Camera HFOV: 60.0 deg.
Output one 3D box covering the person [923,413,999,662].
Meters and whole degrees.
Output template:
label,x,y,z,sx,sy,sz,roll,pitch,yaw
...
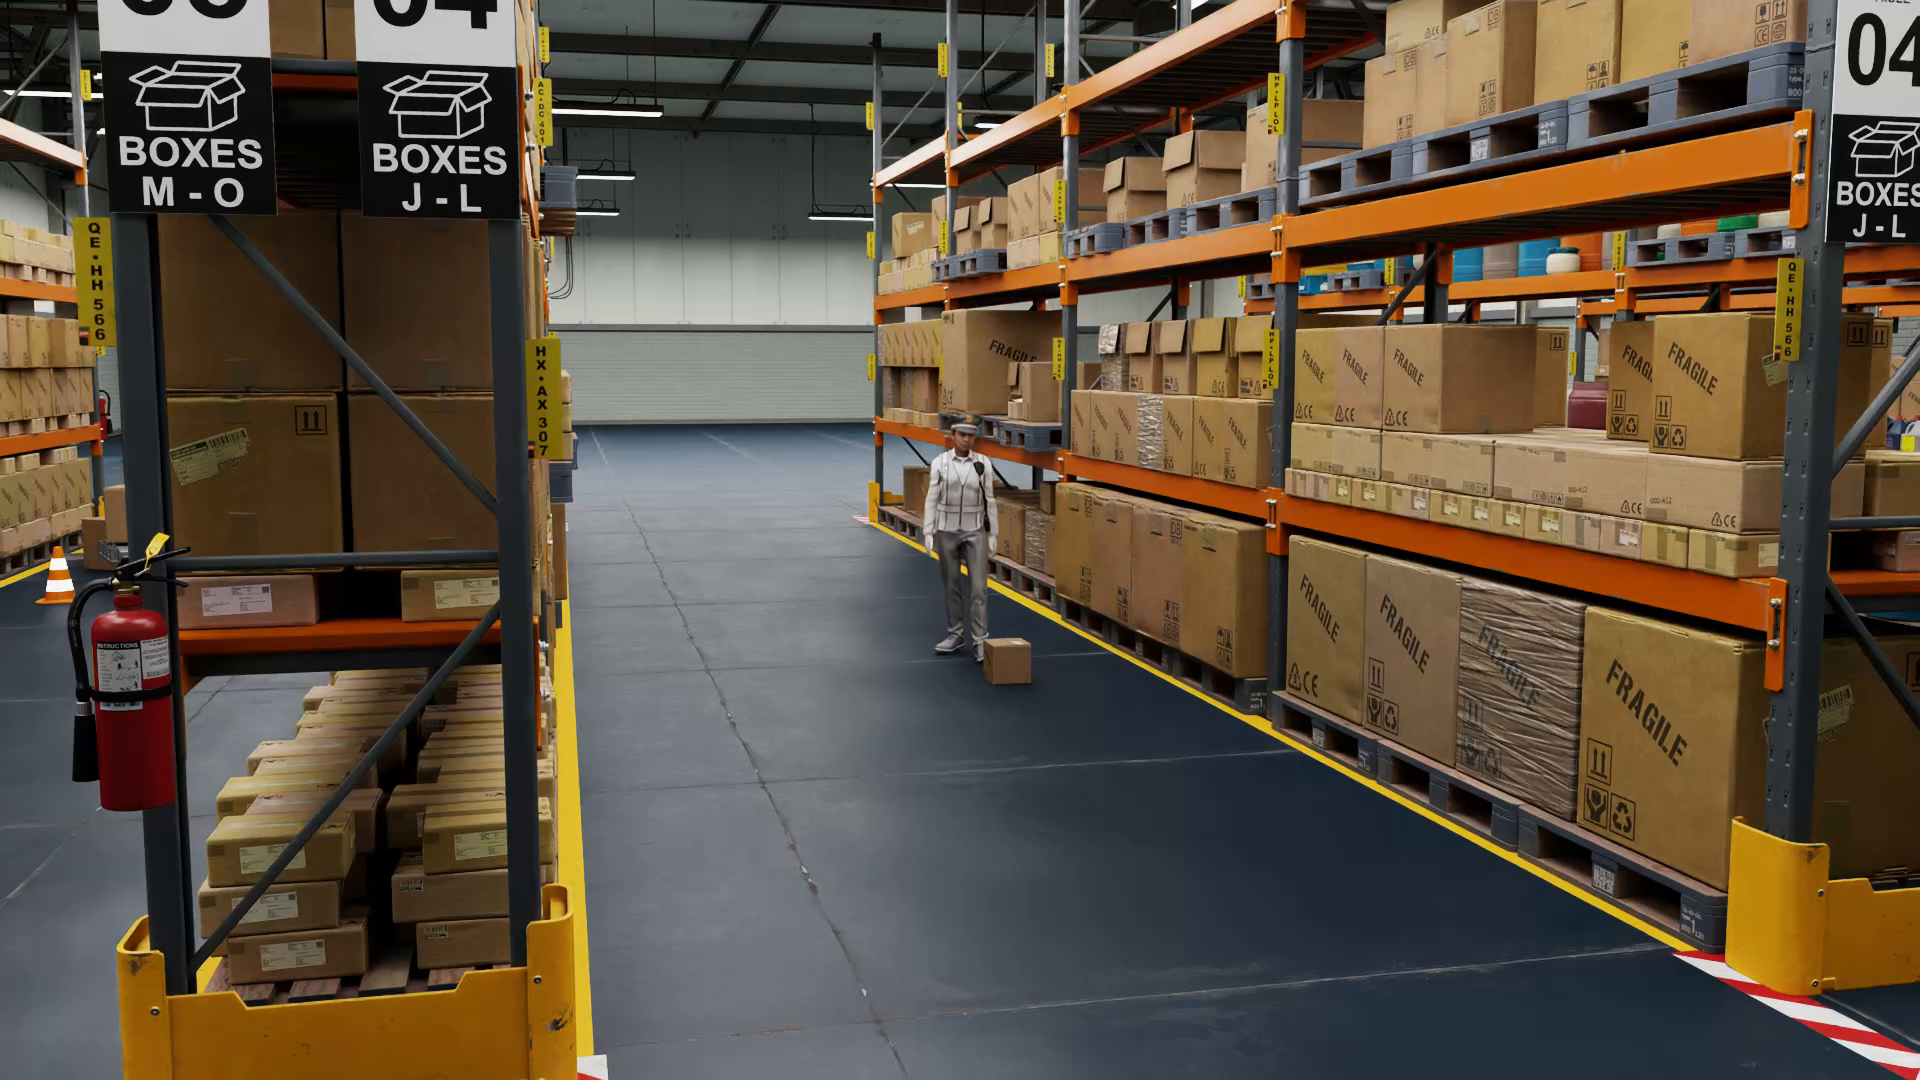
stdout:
label,x,y,z,sx,sy,sz,roll,pitch,yaw
person,0.005,-0.031,11.326,0.520,1.663,0.642,0,6,2
